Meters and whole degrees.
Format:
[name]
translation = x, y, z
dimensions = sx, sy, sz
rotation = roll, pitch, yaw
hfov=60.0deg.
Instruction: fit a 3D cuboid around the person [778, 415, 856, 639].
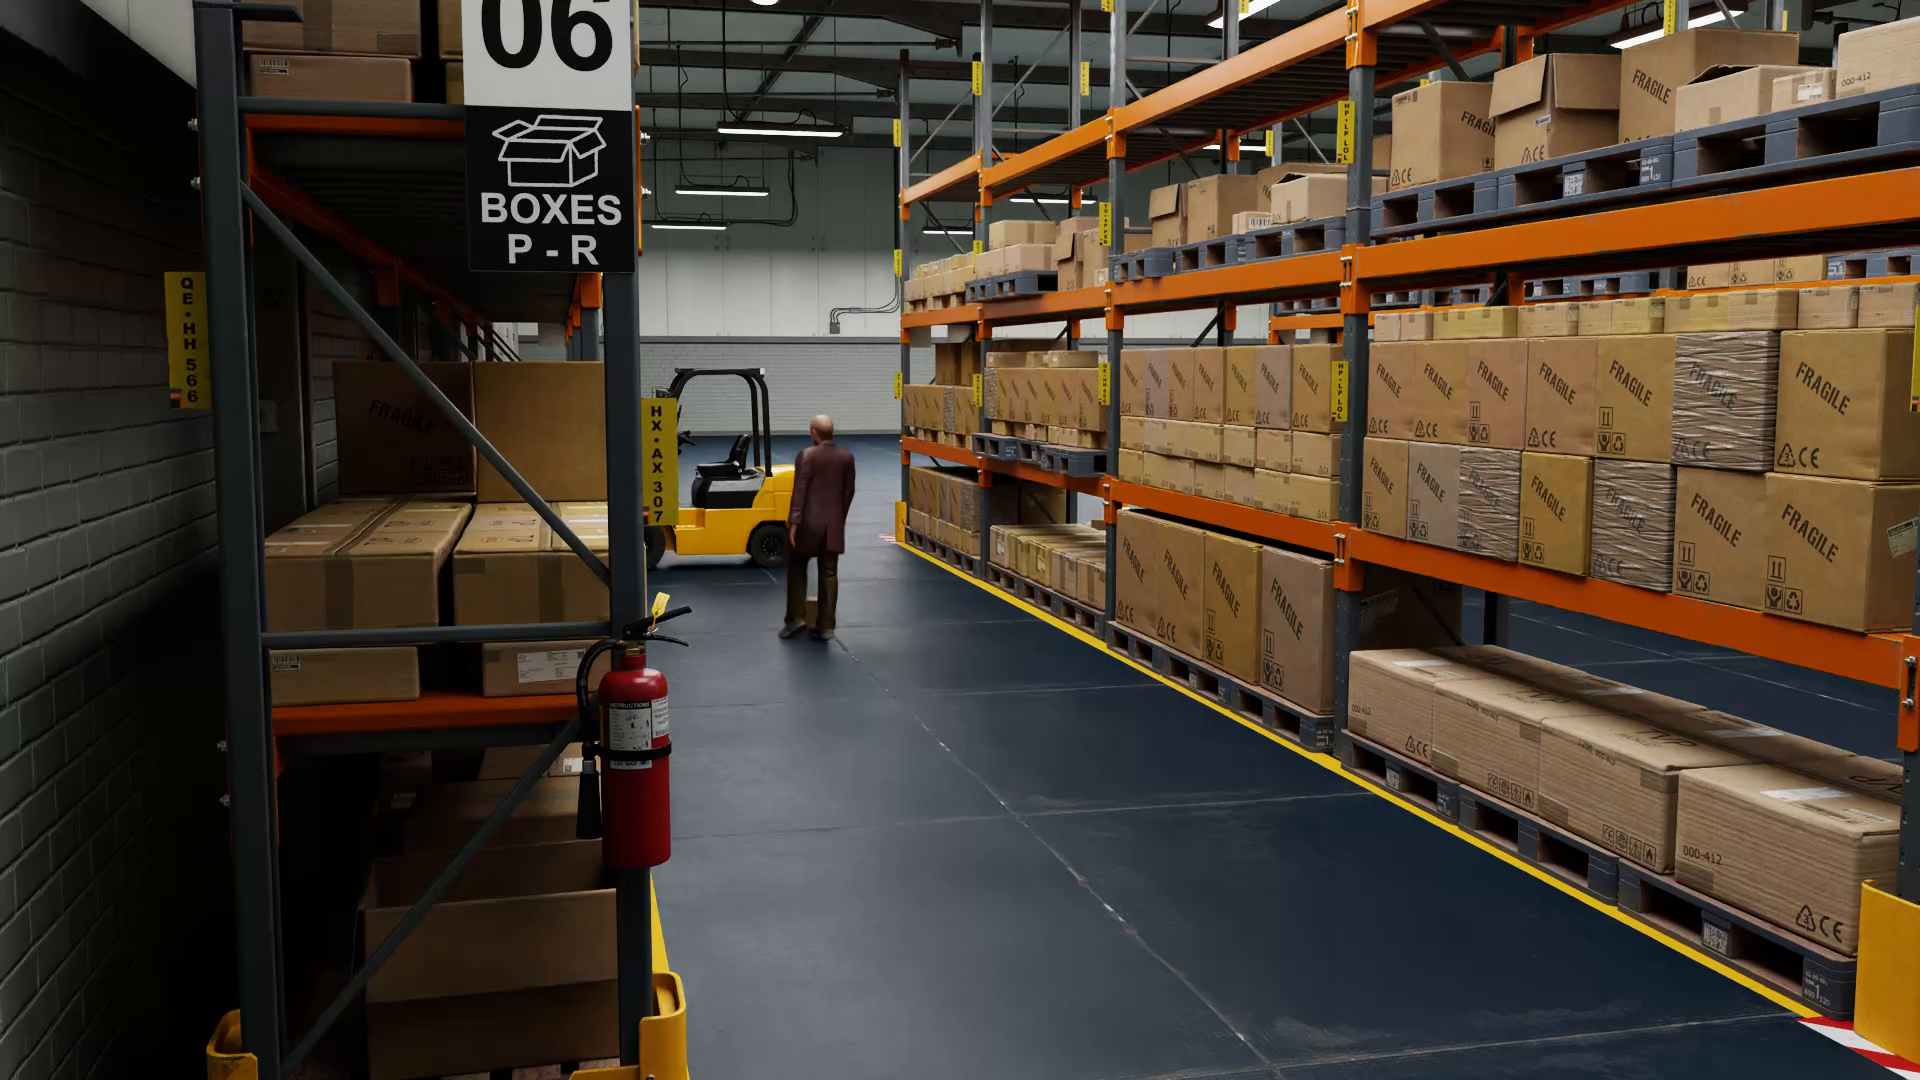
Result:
[person]
translation = -1.129, -0.070, 13.293
dimensions = 0.632, 1.861, 0.594
rotation = -3, 7, -28
